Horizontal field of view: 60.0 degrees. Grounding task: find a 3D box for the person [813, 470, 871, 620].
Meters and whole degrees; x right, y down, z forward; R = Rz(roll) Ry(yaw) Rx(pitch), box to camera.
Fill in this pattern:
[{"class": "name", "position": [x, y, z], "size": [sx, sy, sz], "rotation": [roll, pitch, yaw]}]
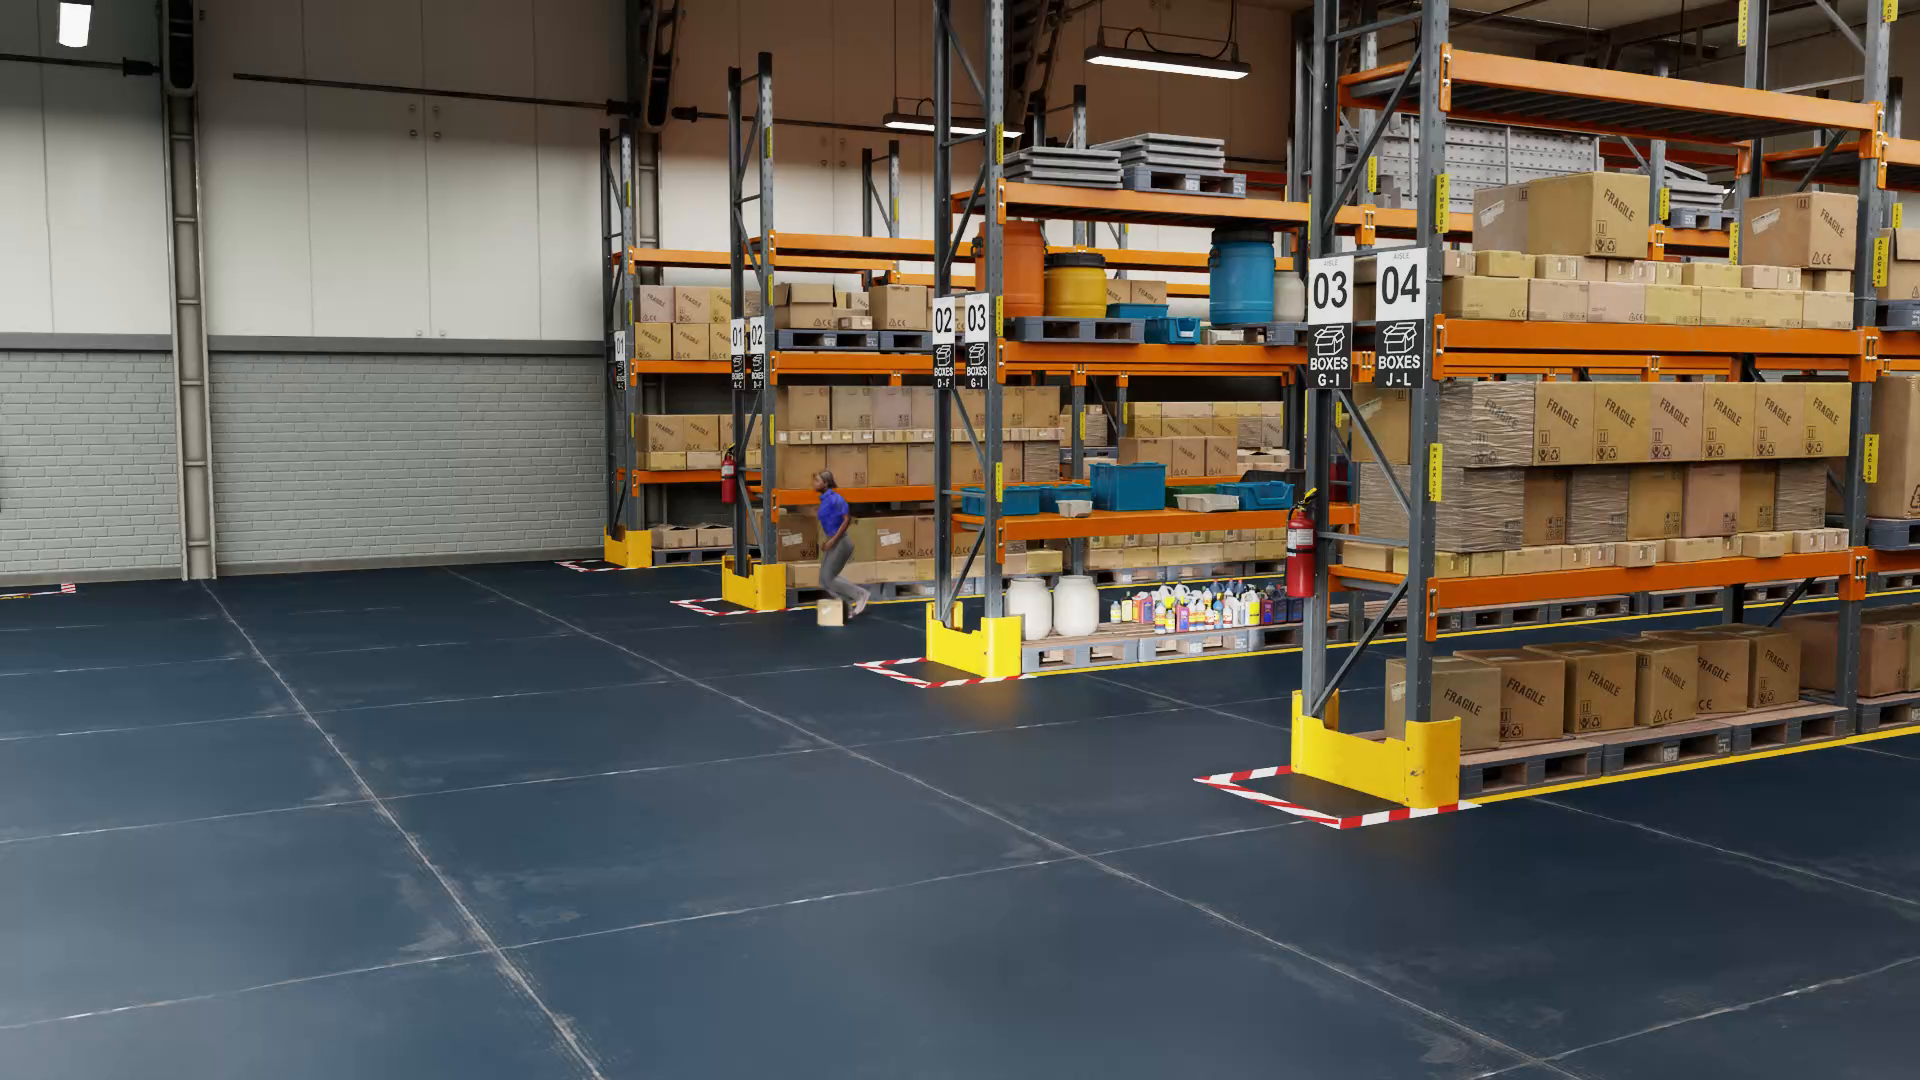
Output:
[{"class": "person", "position": [-1.243, 0.057, 17.319], "size": [0.564, 1.565, 0.584], "rotation": [-2, 5, -19]}]
